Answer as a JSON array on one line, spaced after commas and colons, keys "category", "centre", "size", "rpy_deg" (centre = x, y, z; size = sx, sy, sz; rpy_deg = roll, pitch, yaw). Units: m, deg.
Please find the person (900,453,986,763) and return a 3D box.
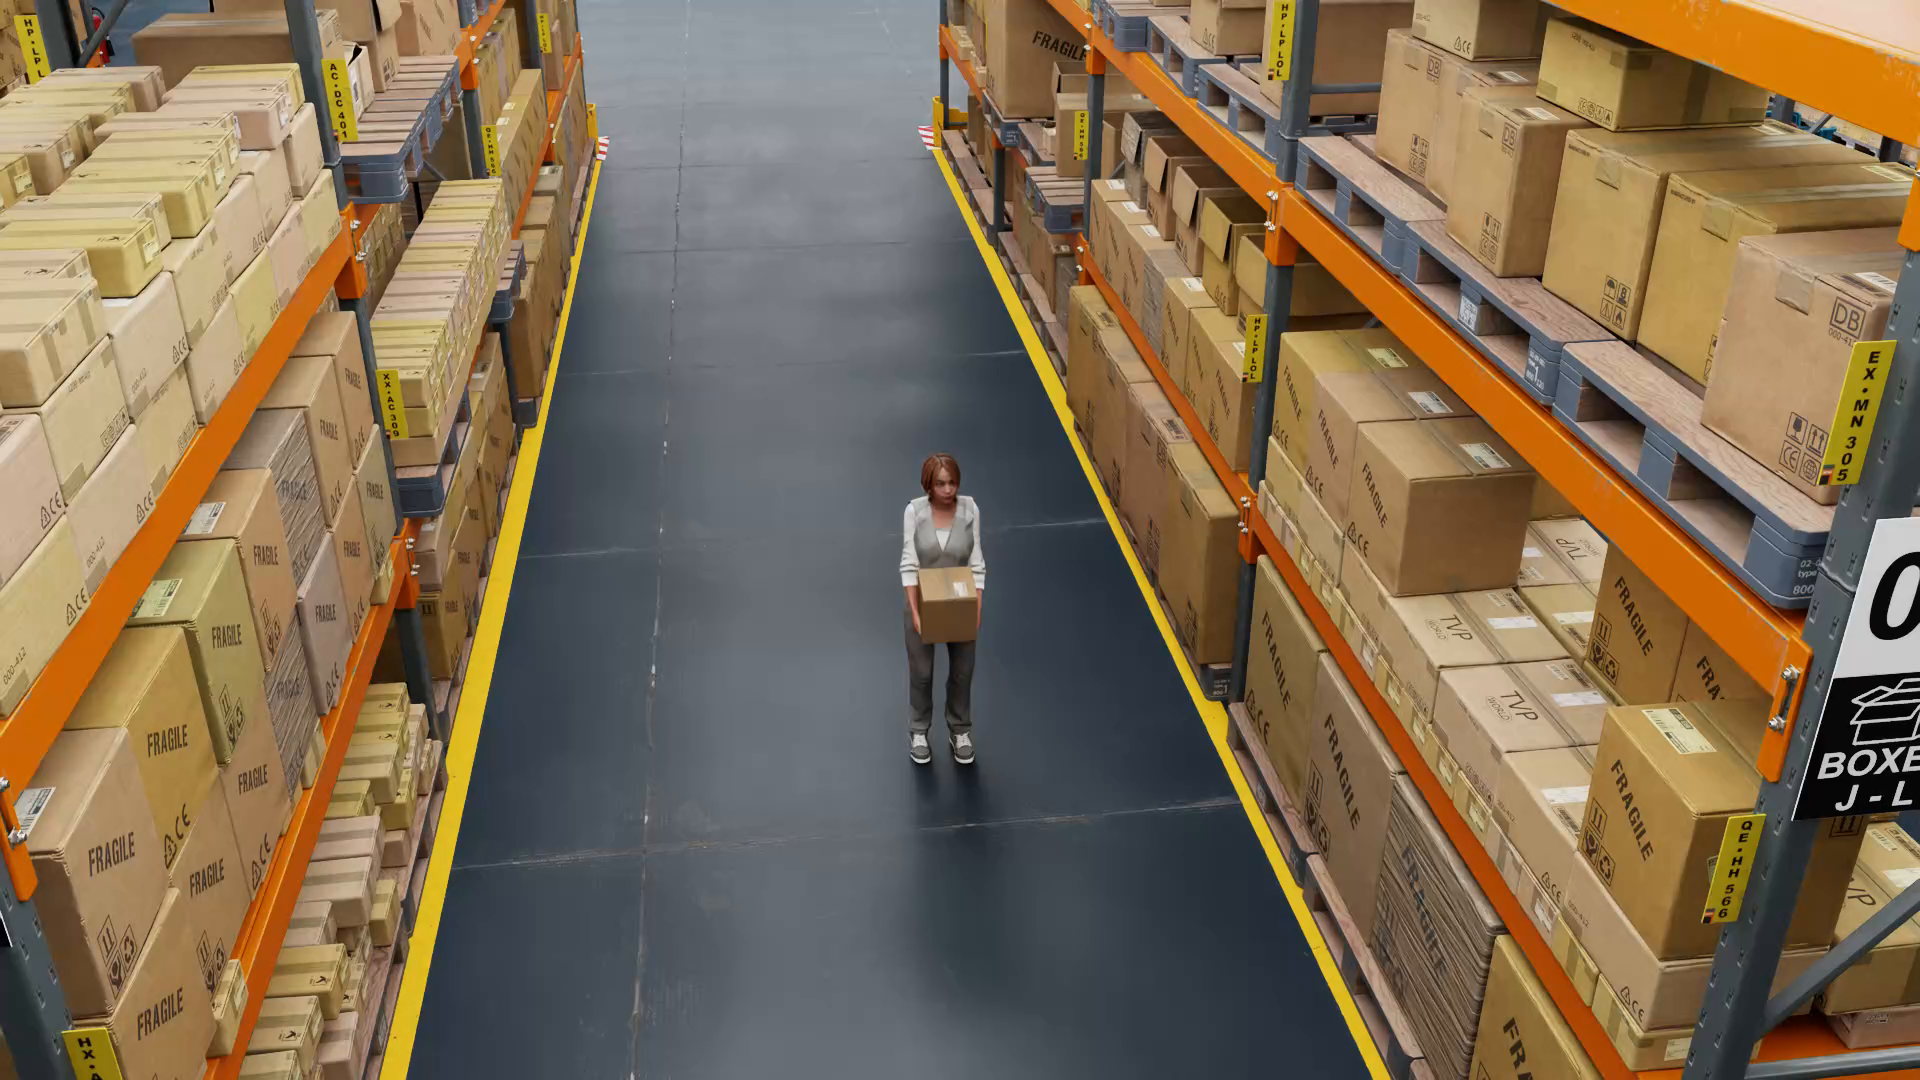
[{"category": "person", "centre": [-0.080, 0.368, 7.929], "size": [0.404, 1.596, 0.490], "rpy_deg": [-3, 28, -6]}]
